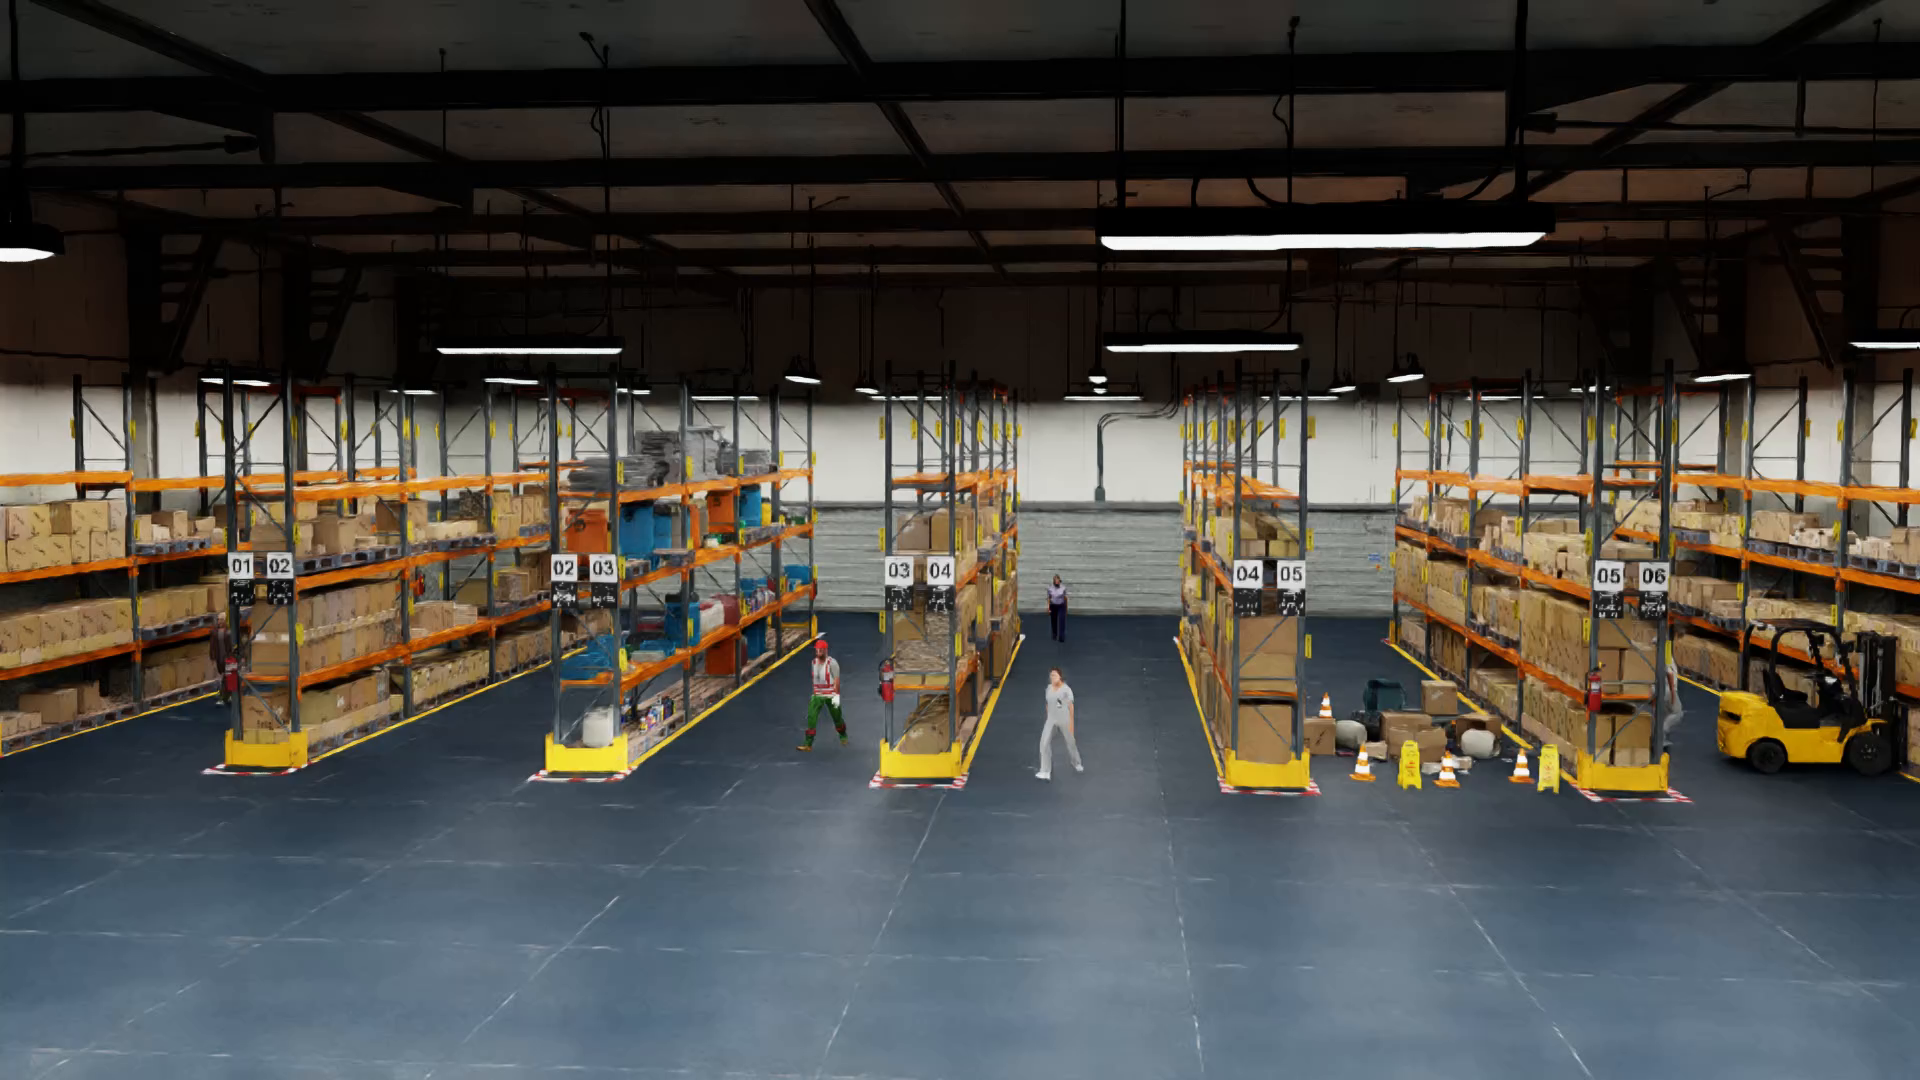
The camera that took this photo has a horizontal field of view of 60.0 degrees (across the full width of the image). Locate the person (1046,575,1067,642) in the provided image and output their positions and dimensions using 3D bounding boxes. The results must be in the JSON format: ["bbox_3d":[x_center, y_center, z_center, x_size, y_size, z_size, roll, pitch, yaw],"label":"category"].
[{"bbox_3d":[2.297,1.603,39.590,0.479,1.567,1.090,0,4,7],"label":"person"}]

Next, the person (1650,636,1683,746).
[{"bbox_3d":[11.109,2.399,26.316,0.468,1.742,0.586,-1,4,-20],"label":"person"}]

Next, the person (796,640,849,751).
[{"bbox_3d":[-2.131,2.429,26.083,0.595,1.745,0.983,2,4,28],"label":"person"}]

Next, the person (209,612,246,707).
[{"bbox_3d":[-13.370,2.146,30.243,0.598,1.698,1.193,0,4,7],"label":"person"}]

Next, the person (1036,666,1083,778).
[{"bbox_3d":[1.460,2.613,24.068,0.494,1.609,0.954,2,4,26],"label":"person"}]
